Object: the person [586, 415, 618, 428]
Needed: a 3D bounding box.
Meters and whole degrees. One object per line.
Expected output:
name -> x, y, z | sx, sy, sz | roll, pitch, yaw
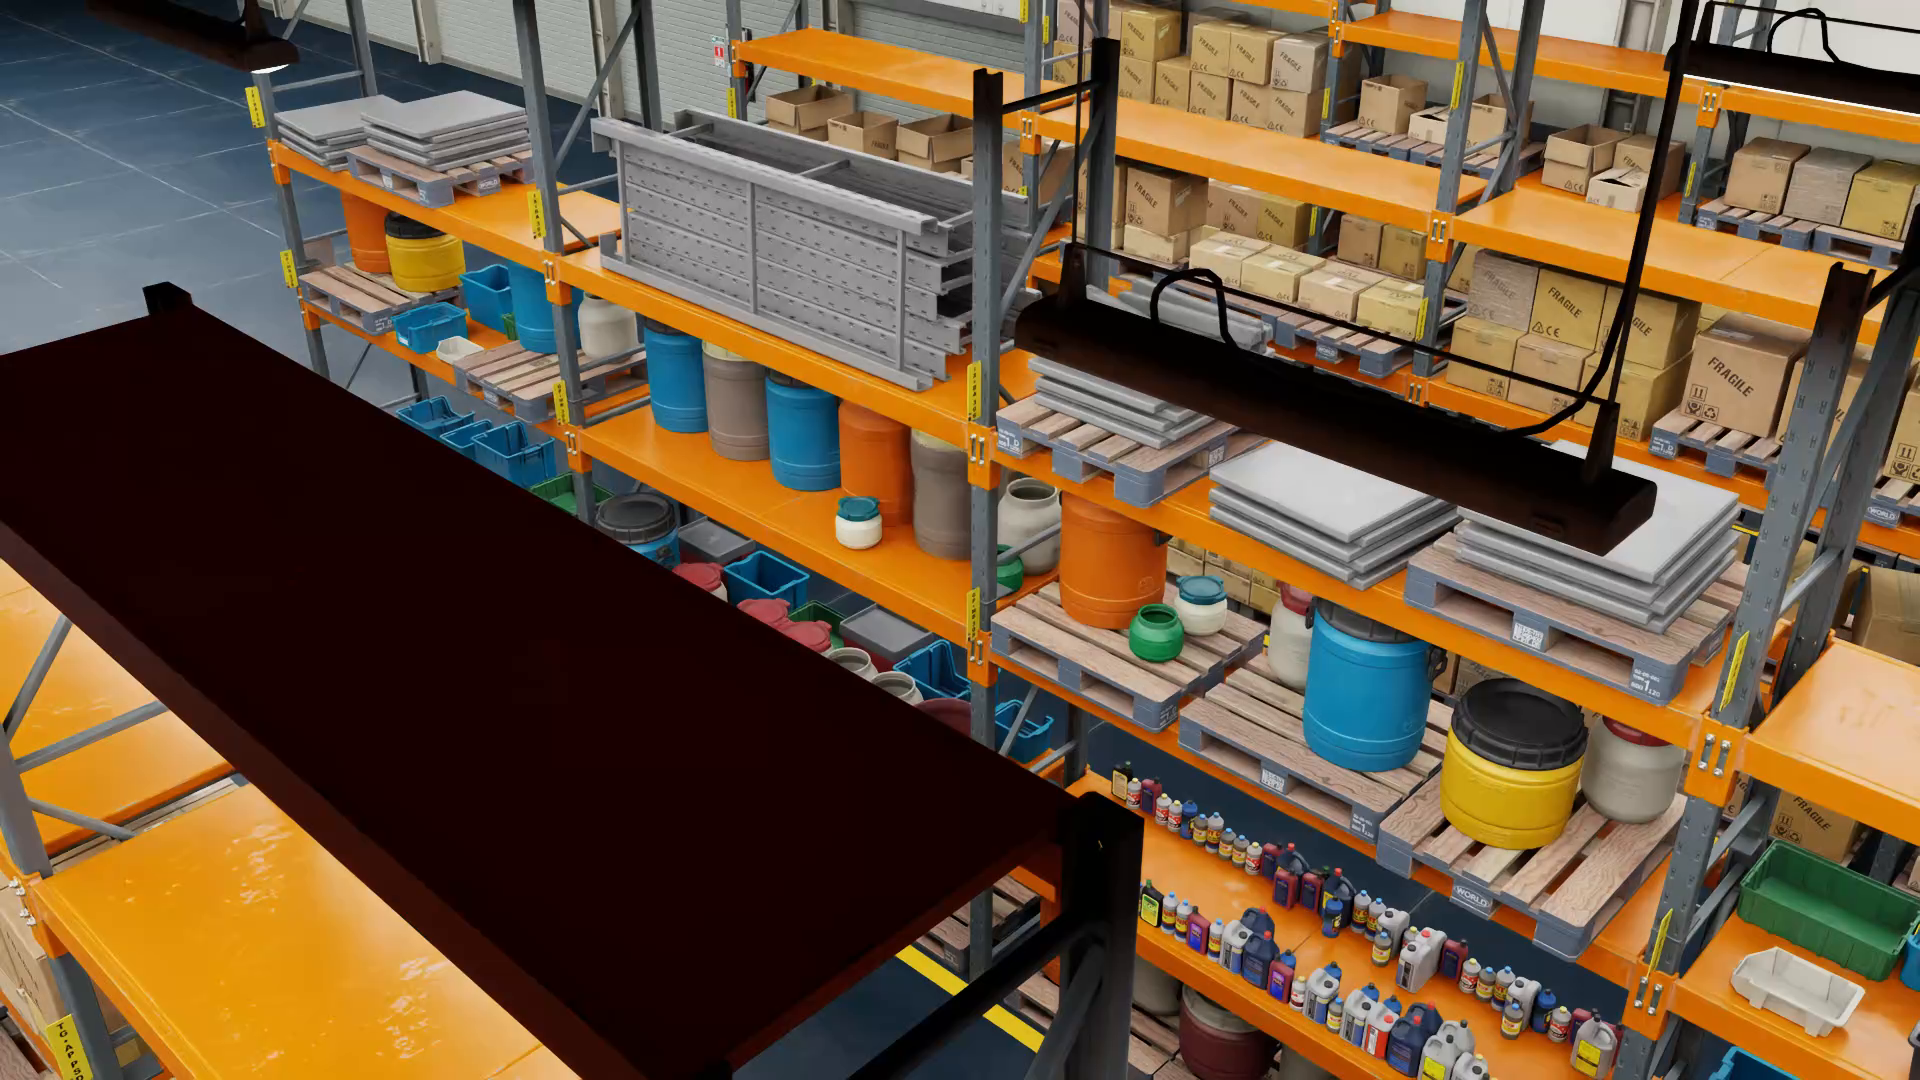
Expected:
person -> -4.036, -1.881, 17.824 | 0.759, 1.769, 0.596 | 0, 29, 0
